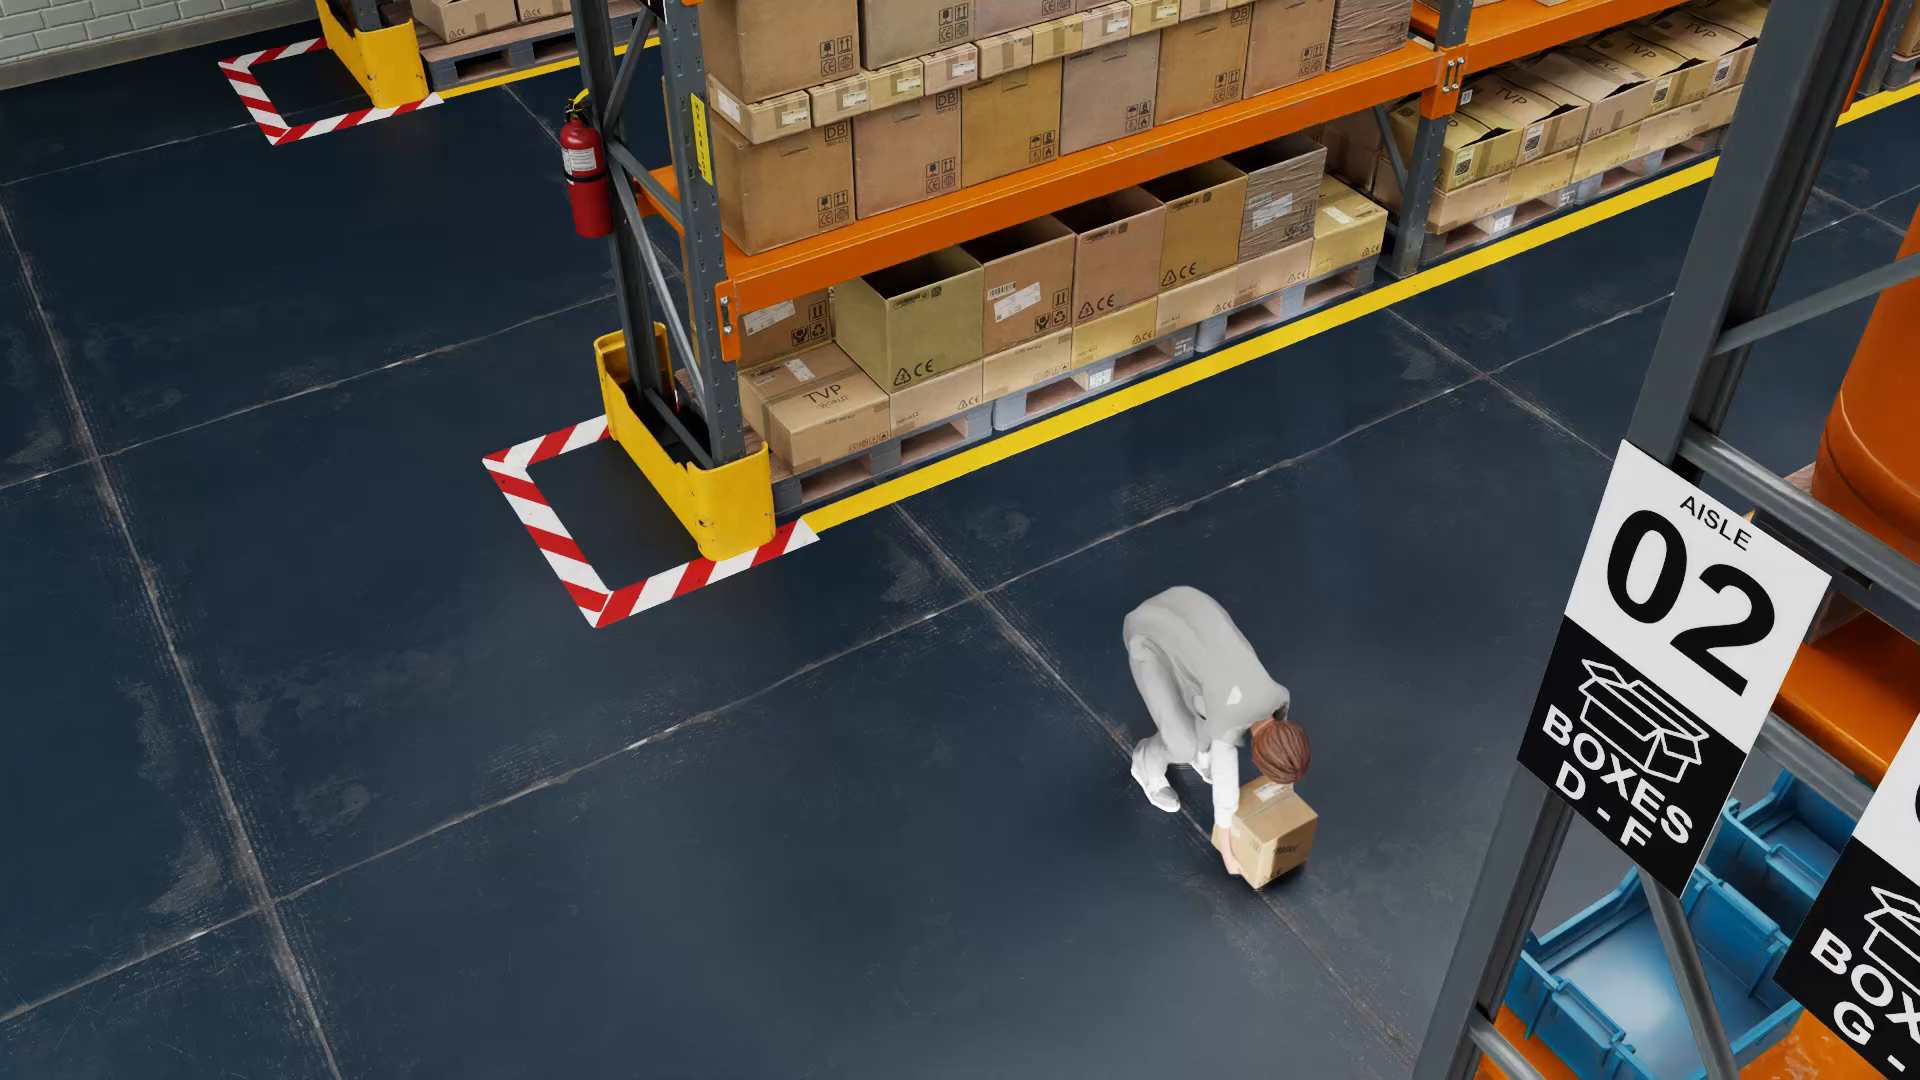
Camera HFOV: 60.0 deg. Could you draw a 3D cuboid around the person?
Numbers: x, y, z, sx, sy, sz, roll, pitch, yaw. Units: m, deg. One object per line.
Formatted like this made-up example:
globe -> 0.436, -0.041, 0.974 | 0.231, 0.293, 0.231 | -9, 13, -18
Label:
person -> 0.917, 0.662, 5.961 | 0.424, 0.873, 0.853 | -25, 47, -26
